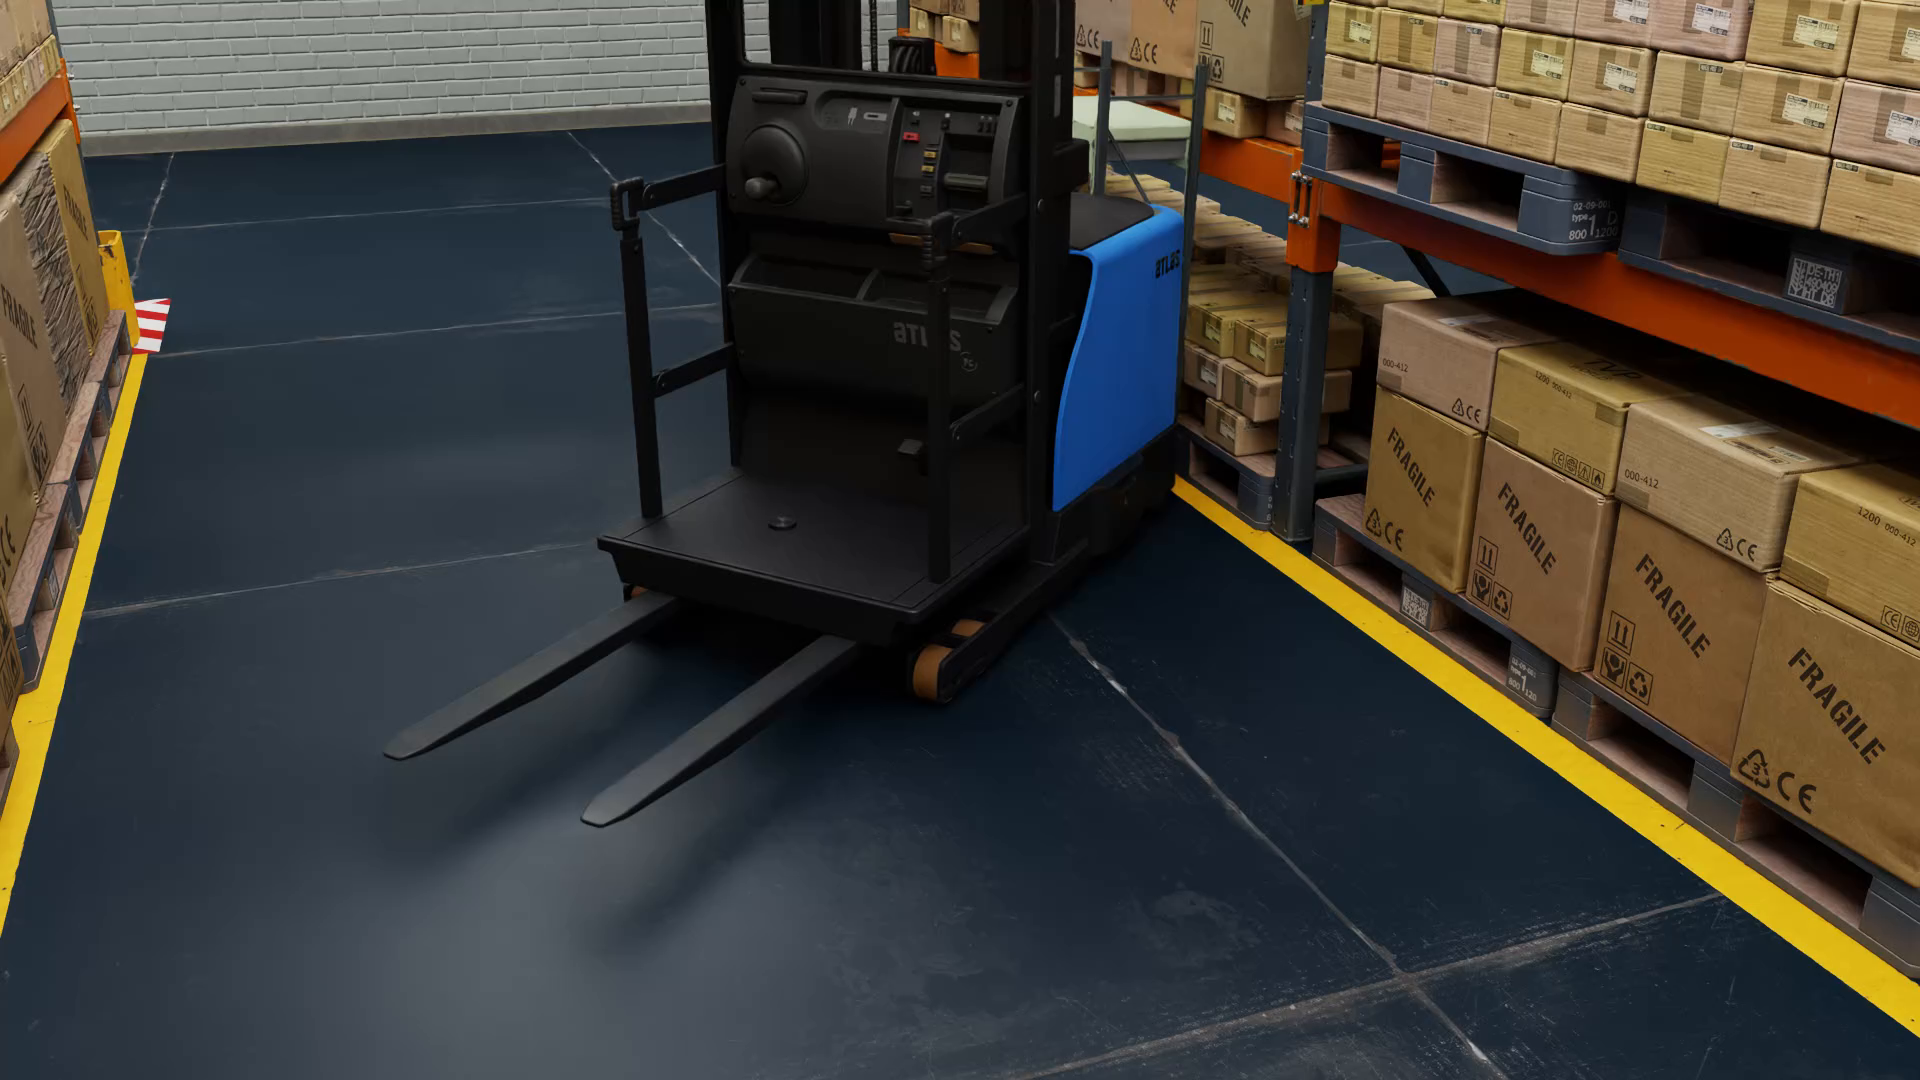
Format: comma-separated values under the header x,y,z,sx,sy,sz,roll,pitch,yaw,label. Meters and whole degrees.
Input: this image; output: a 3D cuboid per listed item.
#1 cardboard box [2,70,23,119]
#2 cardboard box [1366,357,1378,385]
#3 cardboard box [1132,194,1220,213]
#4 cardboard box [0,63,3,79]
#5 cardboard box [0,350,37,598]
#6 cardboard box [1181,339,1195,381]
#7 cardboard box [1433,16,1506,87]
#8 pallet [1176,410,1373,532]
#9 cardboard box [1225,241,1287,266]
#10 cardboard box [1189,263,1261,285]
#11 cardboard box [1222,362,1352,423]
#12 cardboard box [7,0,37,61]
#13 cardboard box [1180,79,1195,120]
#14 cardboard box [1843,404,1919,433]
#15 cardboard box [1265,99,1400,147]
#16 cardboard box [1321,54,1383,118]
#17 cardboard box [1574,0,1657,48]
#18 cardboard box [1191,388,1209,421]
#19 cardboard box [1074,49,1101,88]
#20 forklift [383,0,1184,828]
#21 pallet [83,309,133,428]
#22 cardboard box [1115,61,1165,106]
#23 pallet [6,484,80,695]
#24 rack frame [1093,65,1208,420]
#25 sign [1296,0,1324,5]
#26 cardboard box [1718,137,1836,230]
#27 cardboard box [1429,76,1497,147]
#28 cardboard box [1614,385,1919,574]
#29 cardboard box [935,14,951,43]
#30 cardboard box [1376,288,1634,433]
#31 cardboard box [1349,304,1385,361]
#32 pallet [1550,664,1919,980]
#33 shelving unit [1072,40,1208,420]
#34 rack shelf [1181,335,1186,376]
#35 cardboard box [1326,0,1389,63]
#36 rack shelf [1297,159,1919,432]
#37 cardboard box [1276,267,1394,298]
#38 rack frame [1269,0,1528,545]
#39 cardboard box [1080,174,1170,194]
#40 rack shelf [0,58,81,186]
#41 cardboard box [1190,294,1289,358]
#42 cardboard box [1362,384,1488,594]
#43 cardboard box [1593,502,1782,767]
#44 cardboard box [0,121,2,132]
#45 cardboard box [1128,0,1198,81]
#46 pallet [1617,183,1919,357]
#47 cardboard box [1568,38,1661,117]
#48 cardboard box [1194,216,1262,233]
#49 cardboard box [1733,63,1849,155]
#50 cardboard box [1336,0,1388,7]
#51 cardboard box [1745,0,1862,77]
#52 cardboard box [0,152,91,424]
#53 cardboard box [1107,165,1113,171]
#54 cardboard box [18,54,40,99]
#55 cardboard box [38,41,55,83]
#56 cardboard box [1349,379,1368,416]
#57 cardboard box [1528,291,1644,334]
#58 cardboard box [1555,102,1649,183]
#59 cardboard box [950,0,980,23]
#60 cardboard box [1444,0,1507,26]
x,y,z,sx,sy,sz,roll,pitch,yaw,label
-3.629,-1.600,6.007,0.380,0.149,0.250,-8,24,-19,cardboard box
1.743,-0.648,6.172,0.380,0.149,0.250,-7,24,-17,cardboard box
1.007,-1.537,7.897,0.380,0.149,0.250,-7,24,-17,cardboard box
-3.551,-1.635,5.578,0.500,0.250,0.500,-8,24,-19,cardboard box
-3.263,-0.277,4.740,0.875,0.875,0.875,-8,24,-19,cardboard box
0.945,-0.735,6.378,0.380,0.149,0.250,-9,25,-21,cardboard box
1.465,-1.276,4.316,0.380,0.149,0.250,-8,24,-18,cardboard box
1.301,-0.410,6.450,1.003,0.211,1.213,-8,24,-19,pallet
1.340,-1.152,6.984,0.380,0.149,0.250,-8,24,-18,cardboard box
0.962,-0.985,6.588,0.380,0.149,0.250,-8,24,-17,cardboard box
1.163,-0.543,5.923,0.380,0.149,0.250,-8,24,-18,cardboard box
-3.919,-2.009,6.464,0.500,0.250,0.500,-9,24,-20,cardboard box
1.020,-1.595,5.996,0.380,0.149,0.250,-7,24,-17,cardboard box
2.440,-0.228,4.141,0.500,0.250,0.500,-9,25,-21,cardboard box
1.252,-1.411,5.560,0.380,0.149,0.250,-9,24,-20,cardboard box
1.280,-1.327,4.819,0.380,0.149,0.250,-10,25,-22,cardboard box
1.650,-1.223,3.807,0.380,0.149,0.250,-9,24,-19,cardboard box
1.101,-0.537,6.291,0.380,0.149,0.250,-8,24,-18,cardboard box
0.632,-1.969,6.884,0.380,0.149,0.250,-8,24,-18,cardboard box
-0.364,-1.091,4.564,1.130,2.935,3.031,12,26,26,forklift
-4.162,-0.700,7.139,1.003,0.211,1.213,-8,24,-19,pallet
0.828,-1.787,6.451,0.380,0.149,0.250,-9,25,-21,cardboard box
-3.300,0.186,5.036,1.003,0.211,1.213,-8,24,-19,pallet
0.638,-0.917,5.936,0.400,1.500,0.023,-7,24,-21,rack frame
1.067,-1.777,4.990,0.100,0.325,0.005,-8,24,-19,sign
1.833,-0.761,3.477,0.380,0.149,0.250,-10,25,-21,cardboard box
1.469,-1.136,4.365,0.380,0.149,0.250,-8,24,-19,cardboard box
1.952,-0.159,3.977,0.500,0.250,0.500,-7,24,-17,cardboard box
0.095,-2.544,8.246,0.380,0.149,0.250,-7,24,-17,cardboard box
1.586,-0.538,4.876,0.500,0.250,0.500,-9,25,-21,cardboard box
1.644,-0.763,6.062,0.380,0.149,0.250,-7,24,-17,cardboard box
2.283,0.556,4.158,1.003,0.211,1.213,-8,24,-19,pallet
0.503,-1.053,6.248,0.431,1.500,0.755,-7,24,-21,shelving unit
0.494,-0.753,6.374,0.431,0.370,0.720,-7,24,-21,rack shelf
1.280,-1.464,4.761,0.380,0.149,0.250,-8,24,-18,cardboard box
2.278,-0.397,3.756,1.077,0.370,4.000,-8,24,-19,rack shelf
1.466,-0.956,6.521,0.380,0.149,0.250,-9,24,-20,cardboard box
1.572,-1.455,5.341,1.000,3.000,0.127,-8,24,-19,rack frame
0.828,-1.729,8.355,0.380,0.149,0.250,-9,24,-20,cardboard box
-3.811,-1.207,5.677,1.077,0.370,4.000,-8,24,-19,rack shelf
1.075,-0.790,6.127,0.380,0.149,0.250,-8,24,-18,cardboard box
1.585,-0.192,5.021,0.500,0.500,0.500,-7,24,-17,cardboard box
1.971,0.188,4.119,0.500,0.500,0.500,-8,24,-18,cardboard box
-3.450,-1.415,5.569,0.380,0.149,0.250,-9,25,-21,cardboard box
0.954,-1.964,6.037,0.500,0.500,0.500,-9,24,-20,cardboard box
2.247,-0.627,3.623,1.003,0.211,1.213,-8,24,-19,pallet
1.655,-1.084,3.860,0.380,0.149,0.250,-7,24,-17,cardboard box
1.116,-1.334,7.417,0.380,0.149,0.250,-8,24,-19,cardboard box
1.835,-0.896,3.413,0.380,0.149,0.250,-9,24,-20,cardboard box
1.280,-1.601,4.703,0.380,0.149,0.250,-7,24,-16,cardboard box
1.837,-1.034,3.358,0.380,0.149,0.250,-8,24,-17,cardboard box
-3.895,-0.927,6.283,0.875,0.875,0.875,-8,24,-19,cardboard box
0.583,-1.905,8.772,0.380,0.149,0.250,-8,24,-18,cardboard box
-3.815,-1.788,6.454,0.380,0.149,0.250,-8,24,-18,cardboard box
-3.990,-1.971,6.887,0.380,0.149,0.250,-8,24,-18,cardboard box
1.650,-0.608,6.461,0.380,0.149,0.250,-8,24,-17,cardboard box
2.071,-0.607,5.039,0.500,0.250,0.500,-9,24,-20,cardboard box
1.647,-0.952,3.929,0.380,0.149,0.250,-9,25,-21,cardboard box
0.272,-2.700,7.782,0.500,0.500,0.500,-8,24,-19,cardboard box
1.473,-1.407,4.243,0.380,0.149,0.250,-8,24,-19,cardboard box
